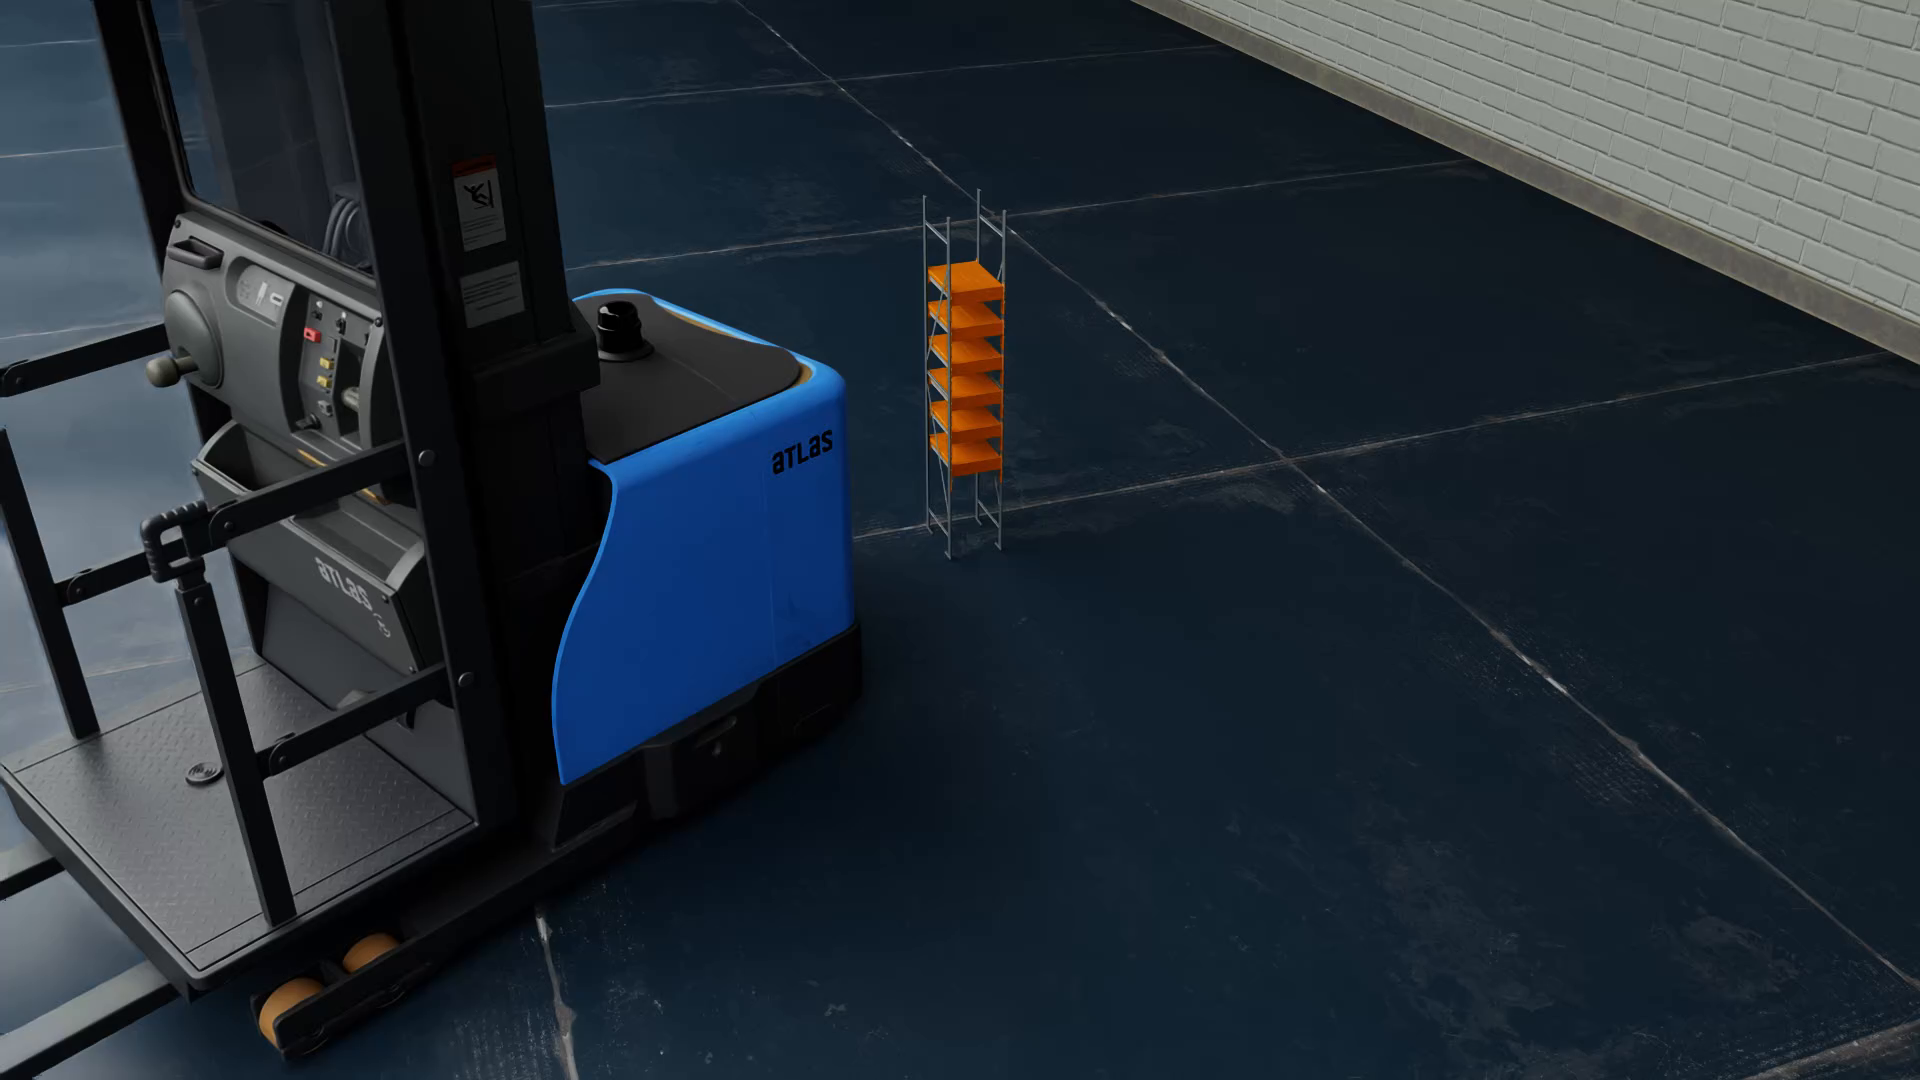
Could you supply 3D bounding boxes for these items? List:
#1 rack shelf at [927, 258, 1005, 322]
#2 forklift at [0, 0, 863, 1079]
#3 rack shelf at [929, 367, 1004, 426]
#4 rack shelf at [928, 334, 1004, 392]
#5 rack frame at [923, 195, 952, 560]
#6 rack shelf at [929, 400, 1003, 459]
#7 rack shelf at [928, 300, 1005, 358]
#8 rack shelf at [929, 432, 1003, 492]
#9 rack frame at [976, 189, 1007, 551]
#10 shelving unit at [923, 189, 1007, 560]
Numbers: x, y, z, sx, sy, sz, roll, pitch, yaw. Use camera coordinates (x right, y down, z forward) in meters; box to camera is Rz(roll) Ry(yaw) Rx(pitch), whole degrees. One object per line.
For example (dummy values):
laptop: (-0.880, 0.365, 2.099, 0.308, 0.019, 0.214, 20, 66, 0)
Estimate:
rack shelf: (0.014, -0.798, 5.301, 0.180, 0.103, 0.258, -10, 31, -18)
forklift: (-1.651, -0.407, 3.504, 1.130, 2.935, 3.031, 25, 38, 36)
rack shelf: (0.014, -0.485, 5.479, 0.180, 0.103, 0.258, -10, 31, -18)
rack shelf: (0.014, -0.589, 5.420, 0.180, 0.103, 0.258, -10, 31, -18)
rack frame: (-0.072, -0.508, 5.430, 0.006, 1.200, 0.240, -10, 31, -18)
rack shelf: (0.014, -0.381, 5.539, 0.180, 0.103, 0.258, -10, 31, -18)
rack shelf: (0.014, -0.694, 5.361, 0.180, 0.103, 0.258, -10, 31, -18)
rack shelf: (0.014, -0.277, 5.598, 0.180, 0.103, 0.258, -10, 31, -18)
rack frame: (0.099, -0.540, 5.485, 0.006, 1.200, 0.240, -10, 31, -18)
shelving unit: (0.014, -0.524, 5.457, 0.189, 1.200, 0.258, -10, 31, -18)
